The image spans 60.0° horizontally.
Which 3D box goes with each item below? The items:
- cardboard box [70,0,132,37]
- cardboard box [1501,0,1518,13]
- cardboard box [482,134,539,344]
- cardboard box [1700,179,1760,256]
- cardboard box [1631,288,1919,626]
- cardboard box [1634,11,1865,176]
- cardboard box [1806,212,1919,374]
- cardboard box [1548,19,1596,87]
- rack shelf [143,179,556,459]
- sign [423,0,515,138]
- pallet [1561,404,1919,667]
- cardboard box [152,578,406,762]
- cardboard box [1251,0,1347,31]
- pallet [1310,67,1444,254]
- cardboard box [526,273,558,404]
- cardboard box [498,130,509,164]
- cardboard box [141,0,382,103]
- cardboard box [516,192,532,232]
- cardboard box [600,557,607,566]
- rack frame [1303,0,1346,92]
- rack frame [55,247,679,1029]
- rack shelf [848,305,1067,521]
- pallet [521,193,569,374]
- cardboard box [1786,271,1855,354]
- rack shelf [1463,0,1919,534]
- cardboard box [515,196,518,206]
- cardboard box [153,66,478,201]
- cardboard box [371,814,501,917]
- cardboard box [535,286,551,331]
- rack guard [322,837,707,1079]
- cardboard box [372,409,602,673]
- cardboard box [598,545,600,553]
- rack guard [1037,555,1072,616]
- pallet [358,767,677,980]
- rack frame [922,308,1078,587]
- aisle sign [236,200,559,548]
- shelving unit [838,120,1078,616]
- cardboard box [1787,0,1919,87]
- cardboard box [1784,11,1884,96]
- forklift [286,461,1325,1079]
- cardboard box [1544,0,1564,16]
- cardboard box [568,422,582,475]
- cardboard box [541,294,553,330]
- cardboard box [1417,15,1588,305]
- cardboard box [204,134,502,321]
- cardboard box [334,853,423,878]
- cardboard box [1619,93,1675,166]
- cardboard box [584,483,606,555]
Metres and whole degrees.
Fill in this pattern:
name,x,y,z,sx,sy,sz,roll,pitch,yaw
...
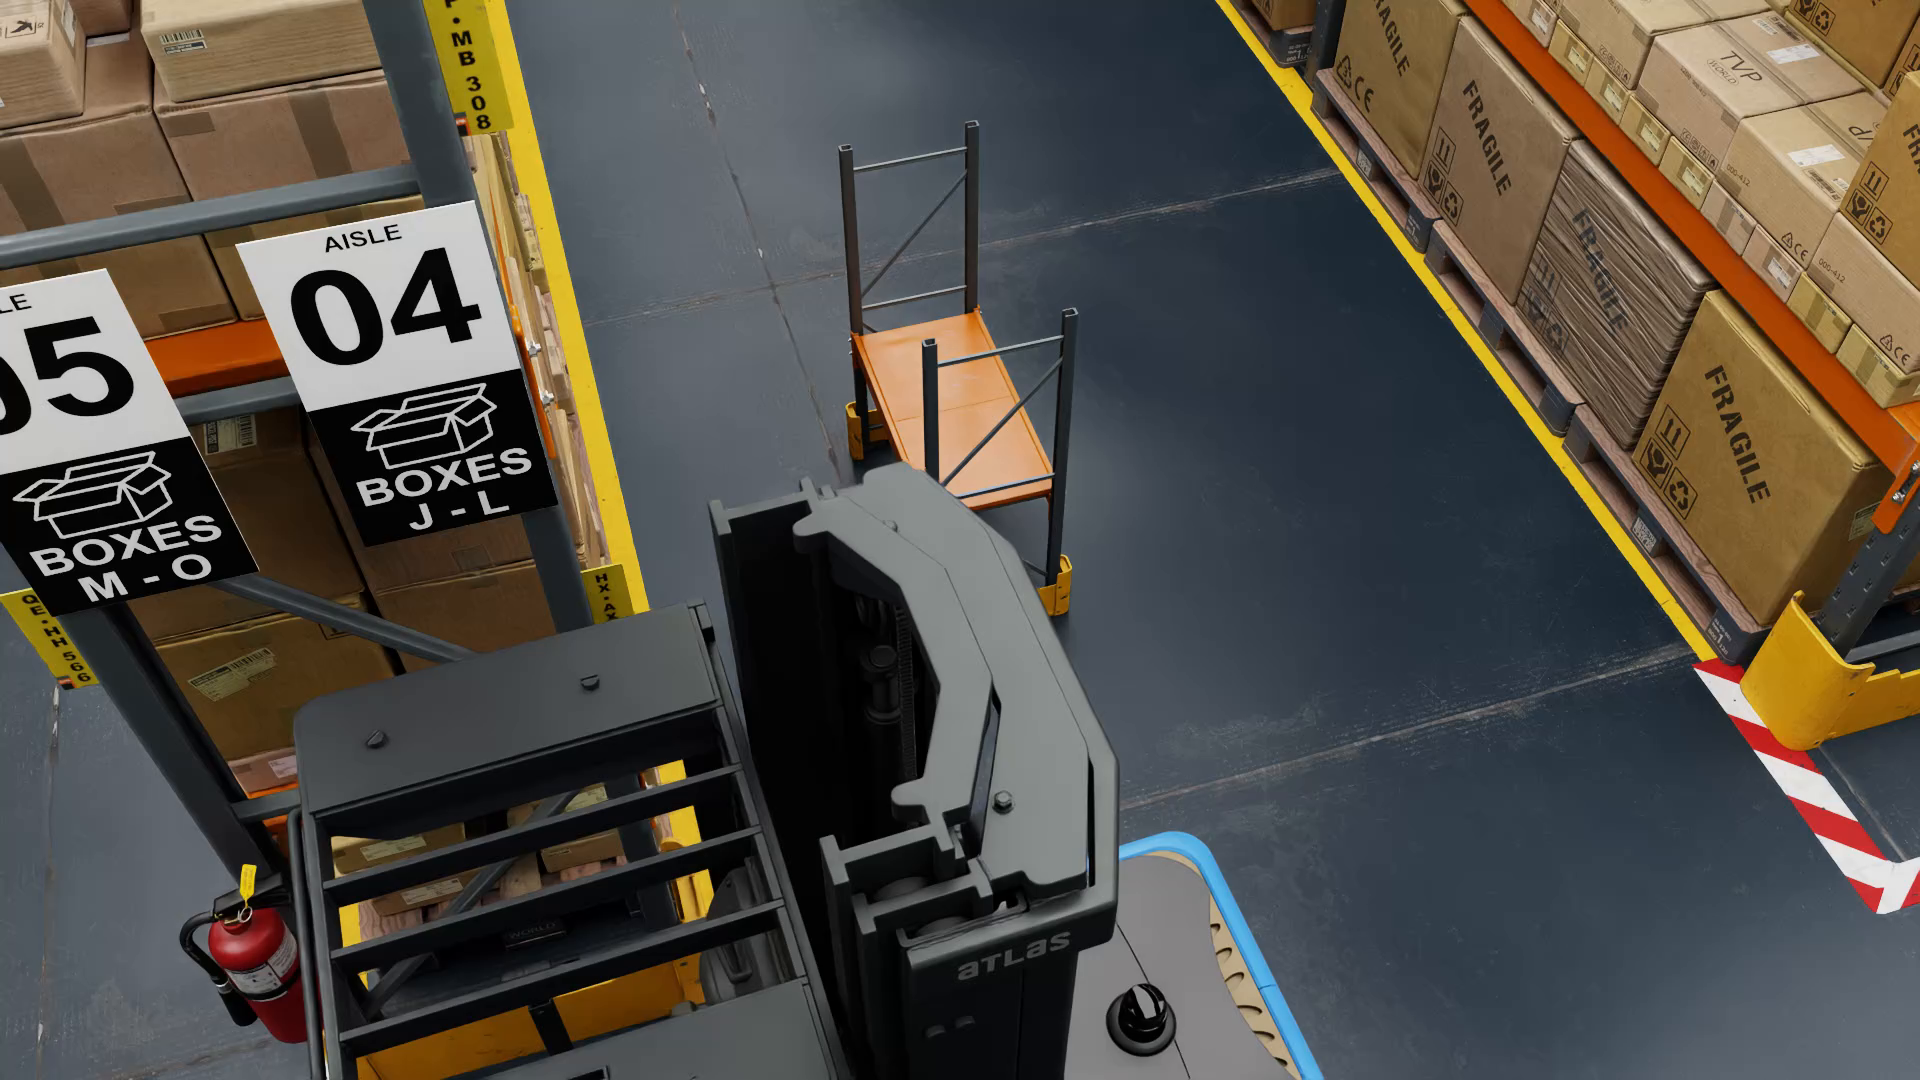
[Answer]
name,x,y,z,sx,sy,sz,roll,pitch,yaw
cardboard box,-1.709,-1.013,2.980,0.380,0.149,0.250,-13,51,-10
cardboard box,2.336,-2.265,6.652,0.380,0.149,0.250,-14,51,-11
cardboard box,-1.364,-0.636,4.200,0.500,0.500,0.500,-12,51,-10
cardboard box,2.793,-1.140,5.703,0.380,0.149,0.250,-13,51,-10
cardboard box,3.172,-0.378,6.012,0.875,0.875,0.875,-13,51,-11
cardboard box,2.741,-1.562,5.798,0.500,0.250,0.500,-15,51,-12
cardboard box,3.041,-0.820,5.173,0.500,0.250,0.500,-14,51,-12
cardboard box,2.487,-1.890,6.335,0.380,0.149,0.250,-15,51,-12
rack shelf,-1.921,-1.626,4.458,1.077,0.370,4.000,-13,51,-11
sign,-0.812,-0.802,2.720,0.100,0.325,0.005,-13,51,-11
pallet,3.127,-0.146,6.525,1.003,0.211,1.213,-13,51,-11
cardboard box,-1.709,0.171,4.174,0.500,0.500,0.500,-12,51,-10
cardboard box,2.047,-3.313,8.486,1.225,0.875,0.875,-13,51,-11
pallet,2.405,-1.928,8.027,1.003,0.211,1.213,-13,51,-11
cardboard box,-1.514,-0.695,4.904,0.500,0.500,0.500,-13,51,-10
cardboard box,-1.651,-1.393,4.838,0.500,0.500,0.500,-15,51,-12
cardboard box,-1.208,-0.927,2.908,0.380,0.149,0.250,-14,51,-11
cardboard box,-2.024,-1.312,7.079,0.380,0.149,0.250,-16,52,-13
cardboard box,-1.396,0.233,5.777,0.380,0.149,0.250,-12,51,-10
rack frame,2.255,-3.400,7.444,1.000,3.000,0.127,-13,51,-11
rack frame,-1.330,0.569,4.098,1.000,3.000,0.127,-13,51,-11
rack shelf,-0.025,-0.430,6.156,0.538,0.185,1.000,-13,51,-11
pallet,-2.280,-0.971,7.220,1.003,0.211,1.213,-13,51,-11
cardboard box,2.940,-0.773,5.393,0.380,0.149,0.250,-13,51,-11
rack shelf,2.847,-1.707,6.488,1.077,0.370,4.000,-13,51,-11
cardboard box,-2.045,-1.382,6.944,0.380,0.149,0.250,-13,51,-11
cardboard box,-1.214,-0.897,3.143,0.500,0.250,0.500,-13,51,-10
cardboard box,-1.685,1.015,5.312,0.380,0.149,0.250,-13,51,-10
cardboard box,-1.794,-0.818,6.468,0.380,0.149,0.250,-16,52,-13
rack guard,-1.352,1.319,5.100,1.175,0.500,0.348,-13,51,-11
cardboard box,-1.199,0.051,4.275,0.500,0.500,0.500,-11,51,-9
cardboard box,-1.256,-0.046,4.781,0.380,0.149,0.250,-15,51,-12
rack guard,0.125,0.227,6.184,0.587,0.250,0.087,-13,51,-11
pallet,-1.559,0.811,5.718,1.003,0.211,1.213,-13,51,-11
rack frame,0.125,-0.174,5.706,0.500,1.500,0.032,-13,51,-11
aisle sign,-1.022,-0.283,3.116,0.394,0.787,0.004,-13,51,-11
shelving unit,-0.023,-0.539,6.013,0.587,1.500,1.083,-13,51,-11
cardboard box,3.247,-1.922,5.611,0.500,0.500,0.500,-15,51,-12
cardboard box,3.249,-1.684,5.901,0.500,0.250,0.500,-15,51,-12
forklift,-0.609,1.235,3.581,3.031,2.935,1.130,-15,51,-12
cardboard box,2.445,-2.304,6.423,0.500,0.250,0.500,-12,51,-10
cardboard box,-1.568,-0.255,5.994,0.380,0.149,0.250,-13,51,-10
cardboard box,-1.935,-0.972,6.987,0.380,0.149,0.250,-15,51,-12
cardboard box,2.640,-1.693,7.120,0.875,0.875,0.875,-13,51,-11
cardboard box,-1.218,-0.735,3.334,0.500,0.250,0.500,-12,51,-10
cardboard box,-1.759,0.936,5.184,0.380,0.149,0.250,-15,51,-12
cardboard box,2.638,-1.518,6.022,0.380,0.149,0.250,-13,51,-11
cardboard box,-1.543,-0.033,6.195,0.380,0.149,0.250,-16,52,-13
